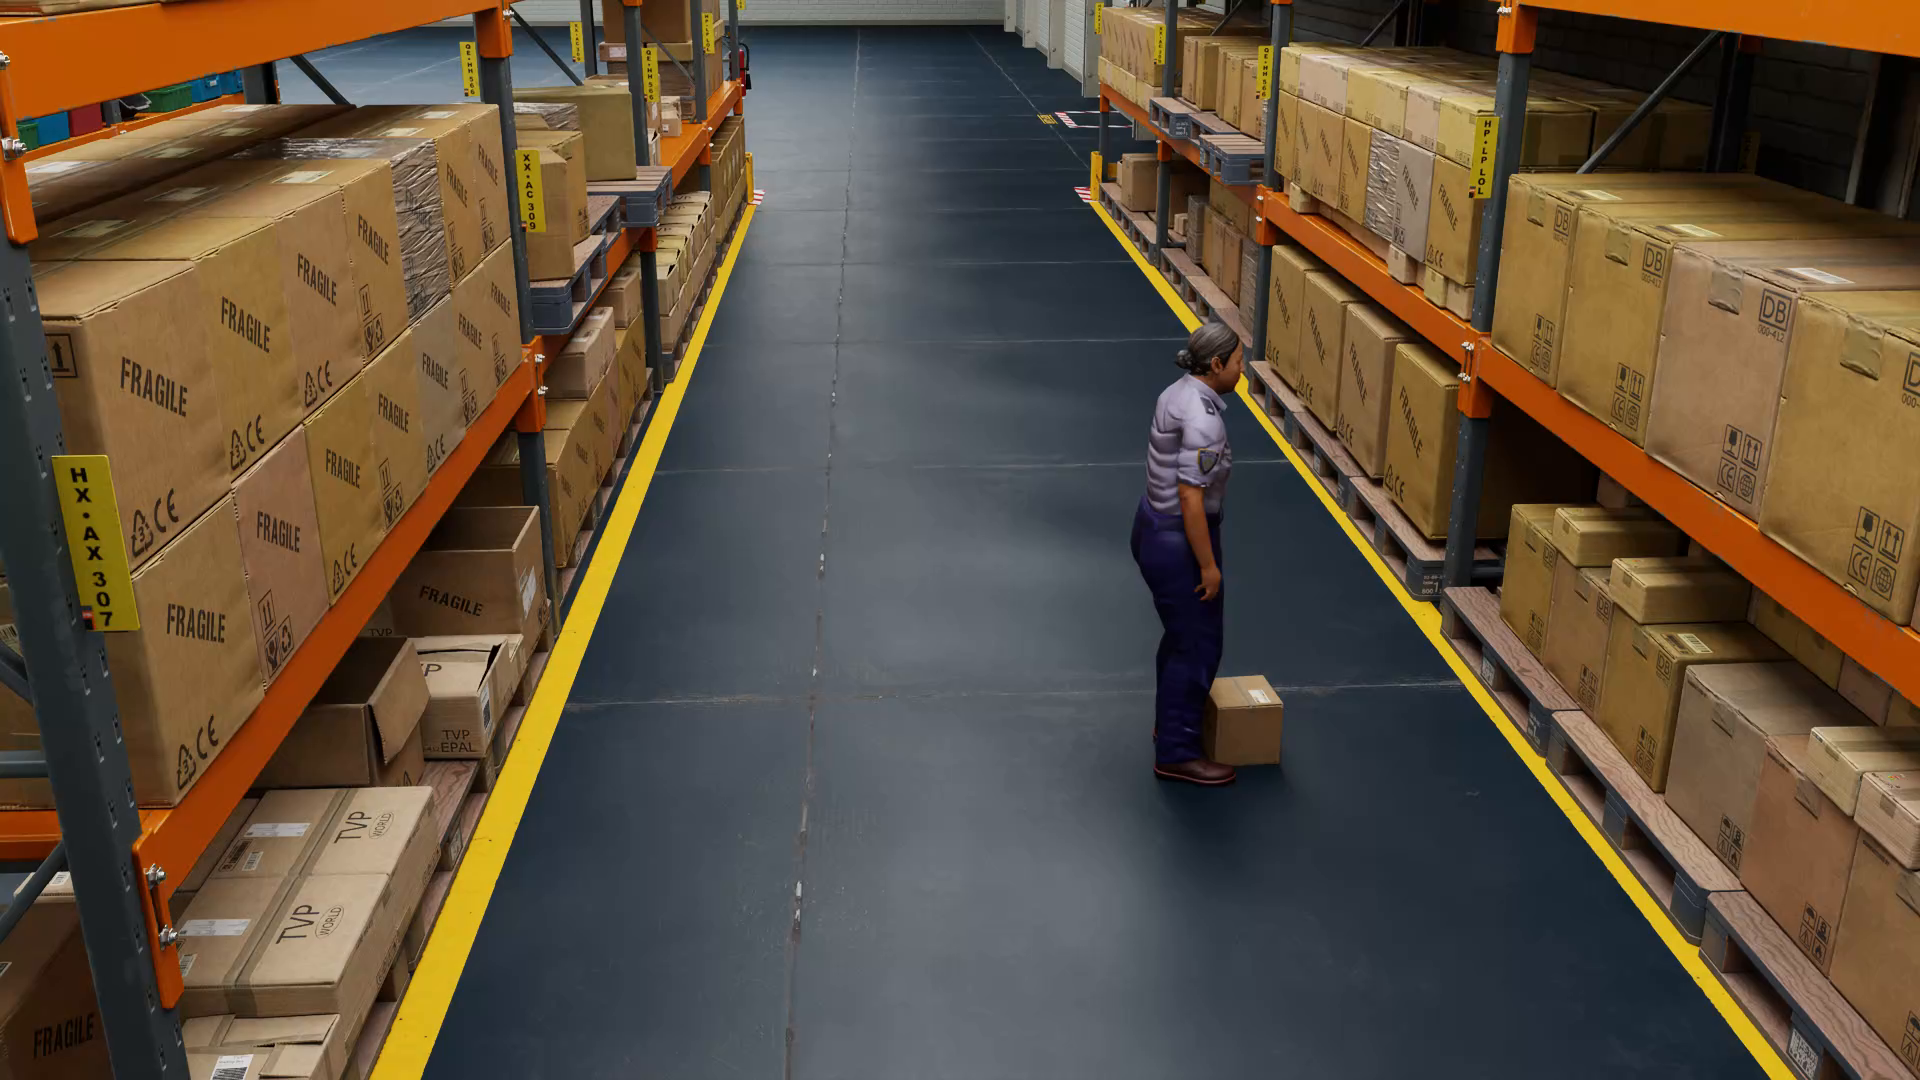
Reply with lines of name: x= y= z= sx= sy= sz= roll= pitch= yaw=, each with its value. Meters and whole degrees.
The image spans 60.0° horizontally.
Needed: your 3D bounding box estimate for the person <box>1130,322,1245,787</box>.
person: x=0.839 y=0.032 z=6.003 sx=0.415 sy=1.651 sz=0.550 roll=-1 pitch=21 yaw=-4
